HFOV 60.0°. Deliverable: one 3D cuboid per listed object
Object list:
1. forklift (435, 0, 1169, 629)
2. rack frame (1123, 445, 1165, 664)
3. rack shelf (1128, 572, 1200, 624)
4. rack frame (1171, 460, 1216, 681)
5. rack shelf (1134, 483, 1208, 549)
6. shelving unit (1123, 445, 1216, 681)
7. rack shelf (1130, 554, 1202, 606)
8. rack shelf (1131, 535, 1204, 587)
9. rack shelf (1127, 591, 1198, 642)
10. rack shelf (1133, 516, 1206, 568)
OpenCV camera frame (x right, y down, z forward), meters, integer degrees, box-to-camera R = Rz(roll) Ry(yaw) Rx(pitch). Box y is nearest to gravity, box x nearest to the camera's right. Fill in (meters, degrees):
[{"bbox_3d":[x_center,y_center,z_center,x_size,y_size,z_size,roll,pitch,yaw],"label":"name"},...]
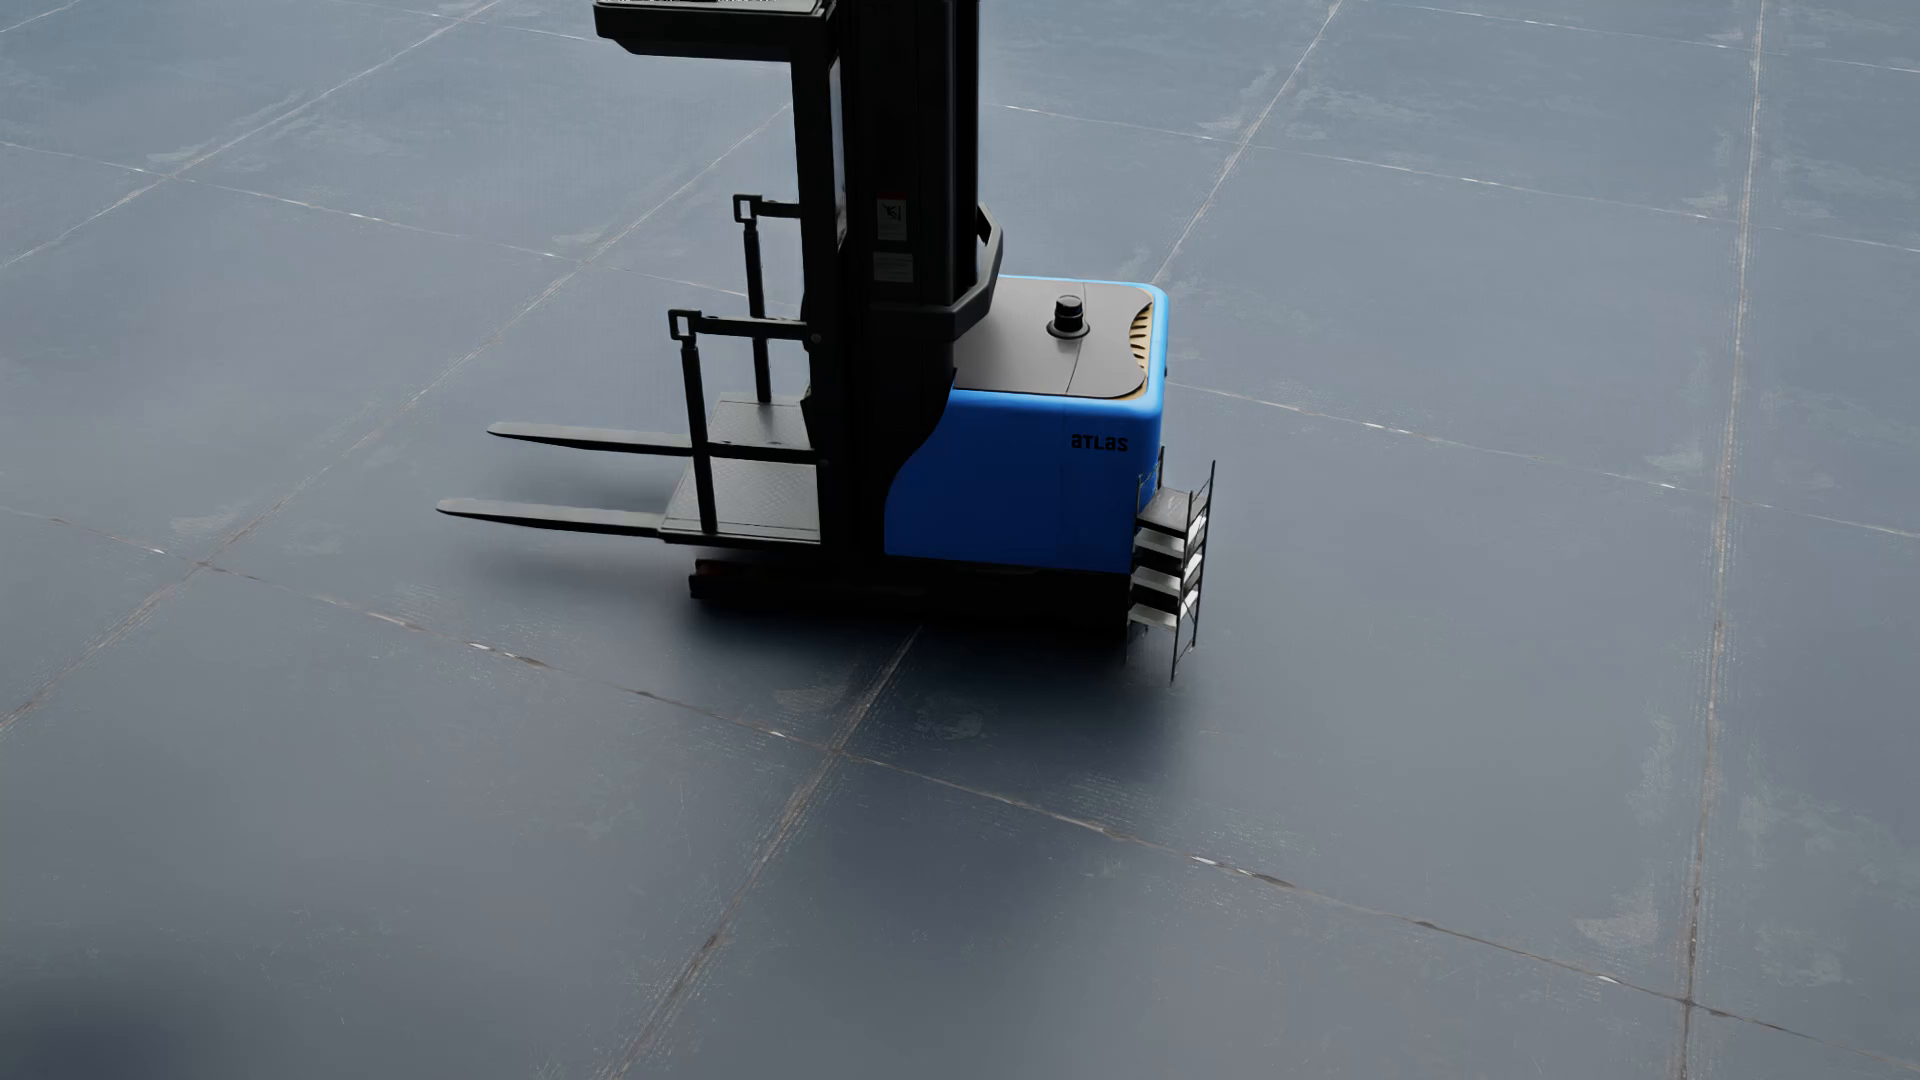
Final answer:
[{"bbox_3d":[-0.683,-1.205,6.414,3.031,2.935,1.130,5,37,6],"label":"forklift"},{"bbox_3d":[0.707,0.069,6.406,0.006,0.900,0.240,18,40,22],"label":"rack frame"},{"bbox_3d":[0.796,0.197,6.441,0.200,0.077,0.258,18,40,22],"label":"rack shelf"},{"bbox_3d":[0.885,0.127,6.329,0.006,0.900,0.240,18,40,22],"label":"rack frame"},{"bbox_3d":[0.796,-0.092,6.226,0.200,0.077,0.258,18,40,22],"label":"rack shelf"},{"bbox_3d":[0.796,0.098,6.367,0.210,0.900,0.258,18,40,22],"label":"shelving unit"},{"bbox_3d":[0.796,0.125,6.387,0.200,0.077,0.258,18,40,22],"label":"rack shelf"},{"bbox_3d":[0.796,0.053,6.333,0.200,0.077,0.258,18,40,22],"label":"rack shelf"},{"bbox_3d":[0.796,0.269,6.495,0.200,0.077,0.258,18,40,22],"label":"rack shelf"},{"bbox_3d":[0.796,-0.020,6.280,0.200,0.077,0.258,18,40,22],"label":"rack shelf"}]
